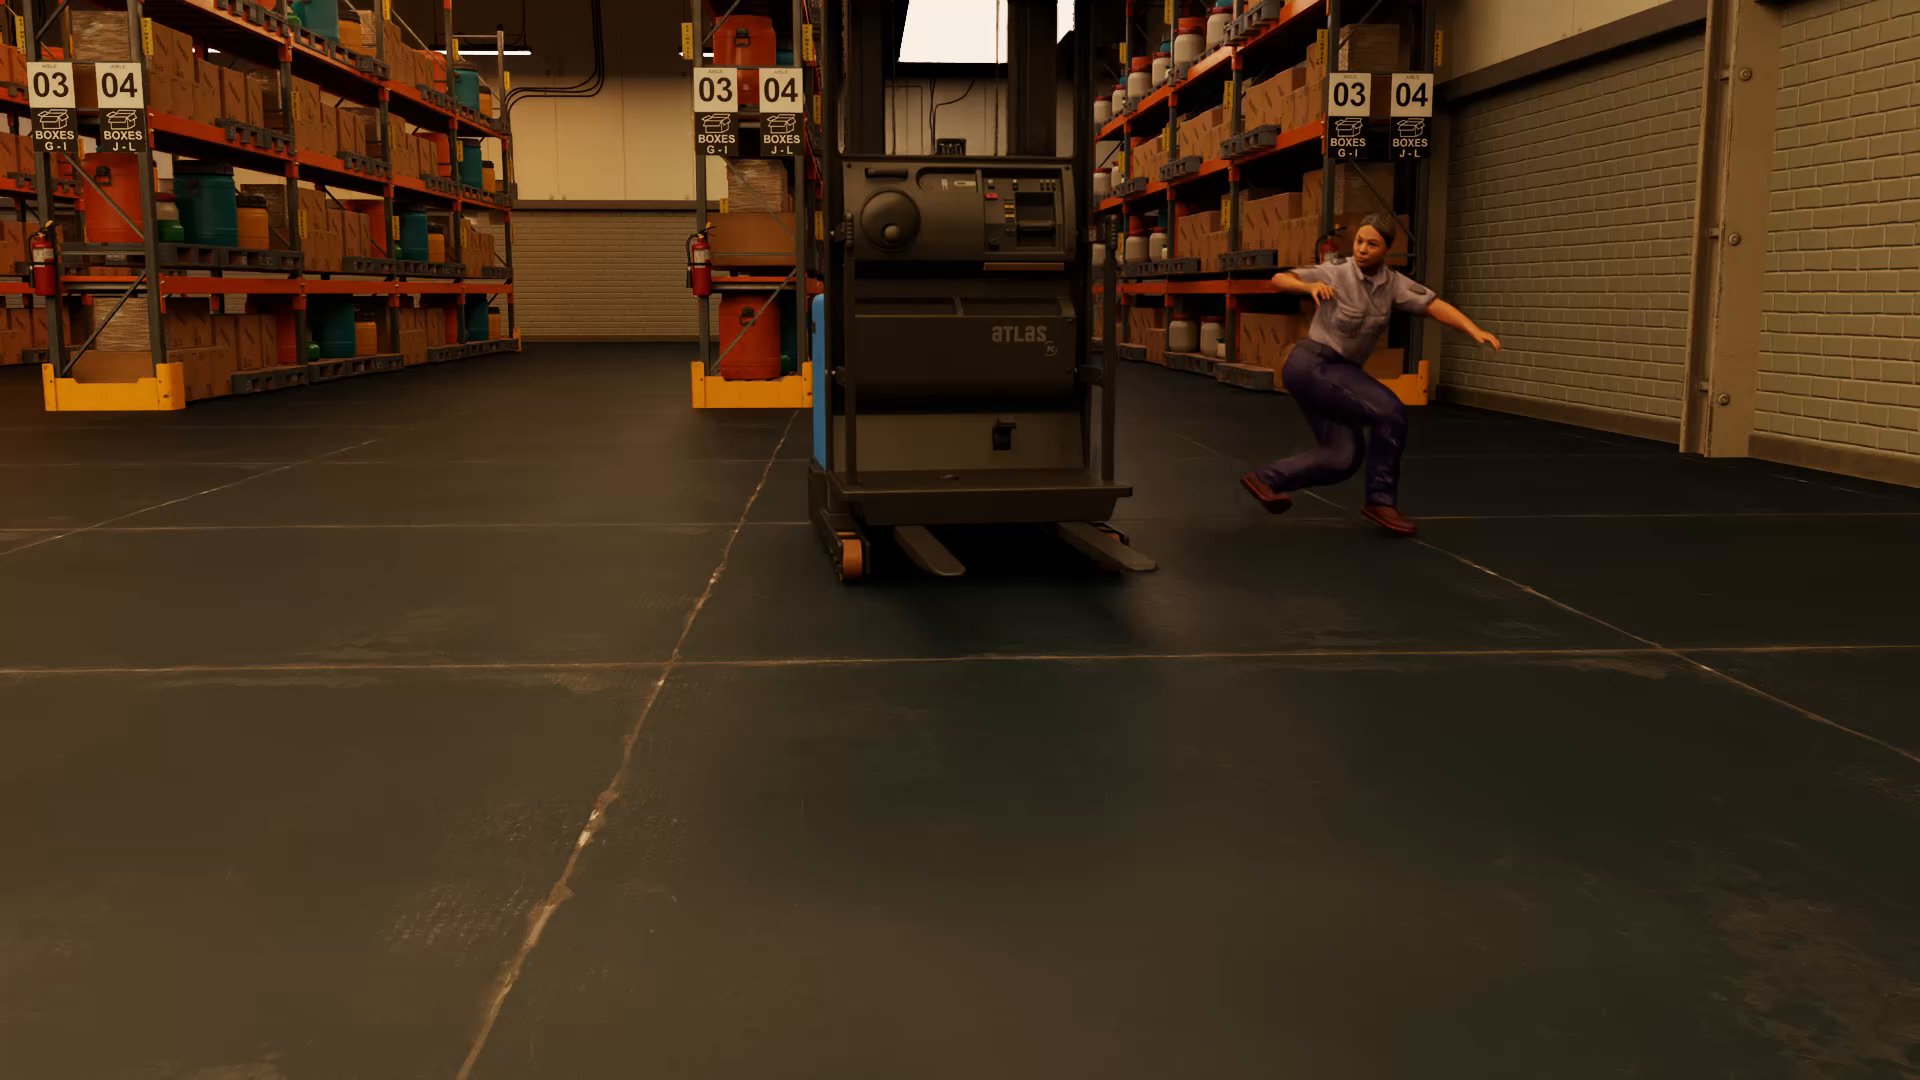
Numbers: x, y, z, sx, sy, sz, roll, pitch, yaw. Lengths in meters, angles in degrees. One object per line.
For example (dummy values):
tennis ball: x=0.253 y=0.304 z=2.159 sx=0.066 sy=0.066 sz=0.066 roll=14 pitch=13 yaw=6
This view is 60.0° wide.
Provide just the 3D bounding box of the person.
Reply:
person: x=1.788 y=-0.731 z=7.358 sx=1.081 sy=1.417 sz=0.805 roll=6 pitch=10 yaw=33

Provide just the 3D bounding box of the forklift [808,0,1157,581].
forklift: x=0.036 y=-1.349 z=6.418 sx=1.130 sy=2.935 sz=3.031 roll=-1 pitch=9 yaw=-9
